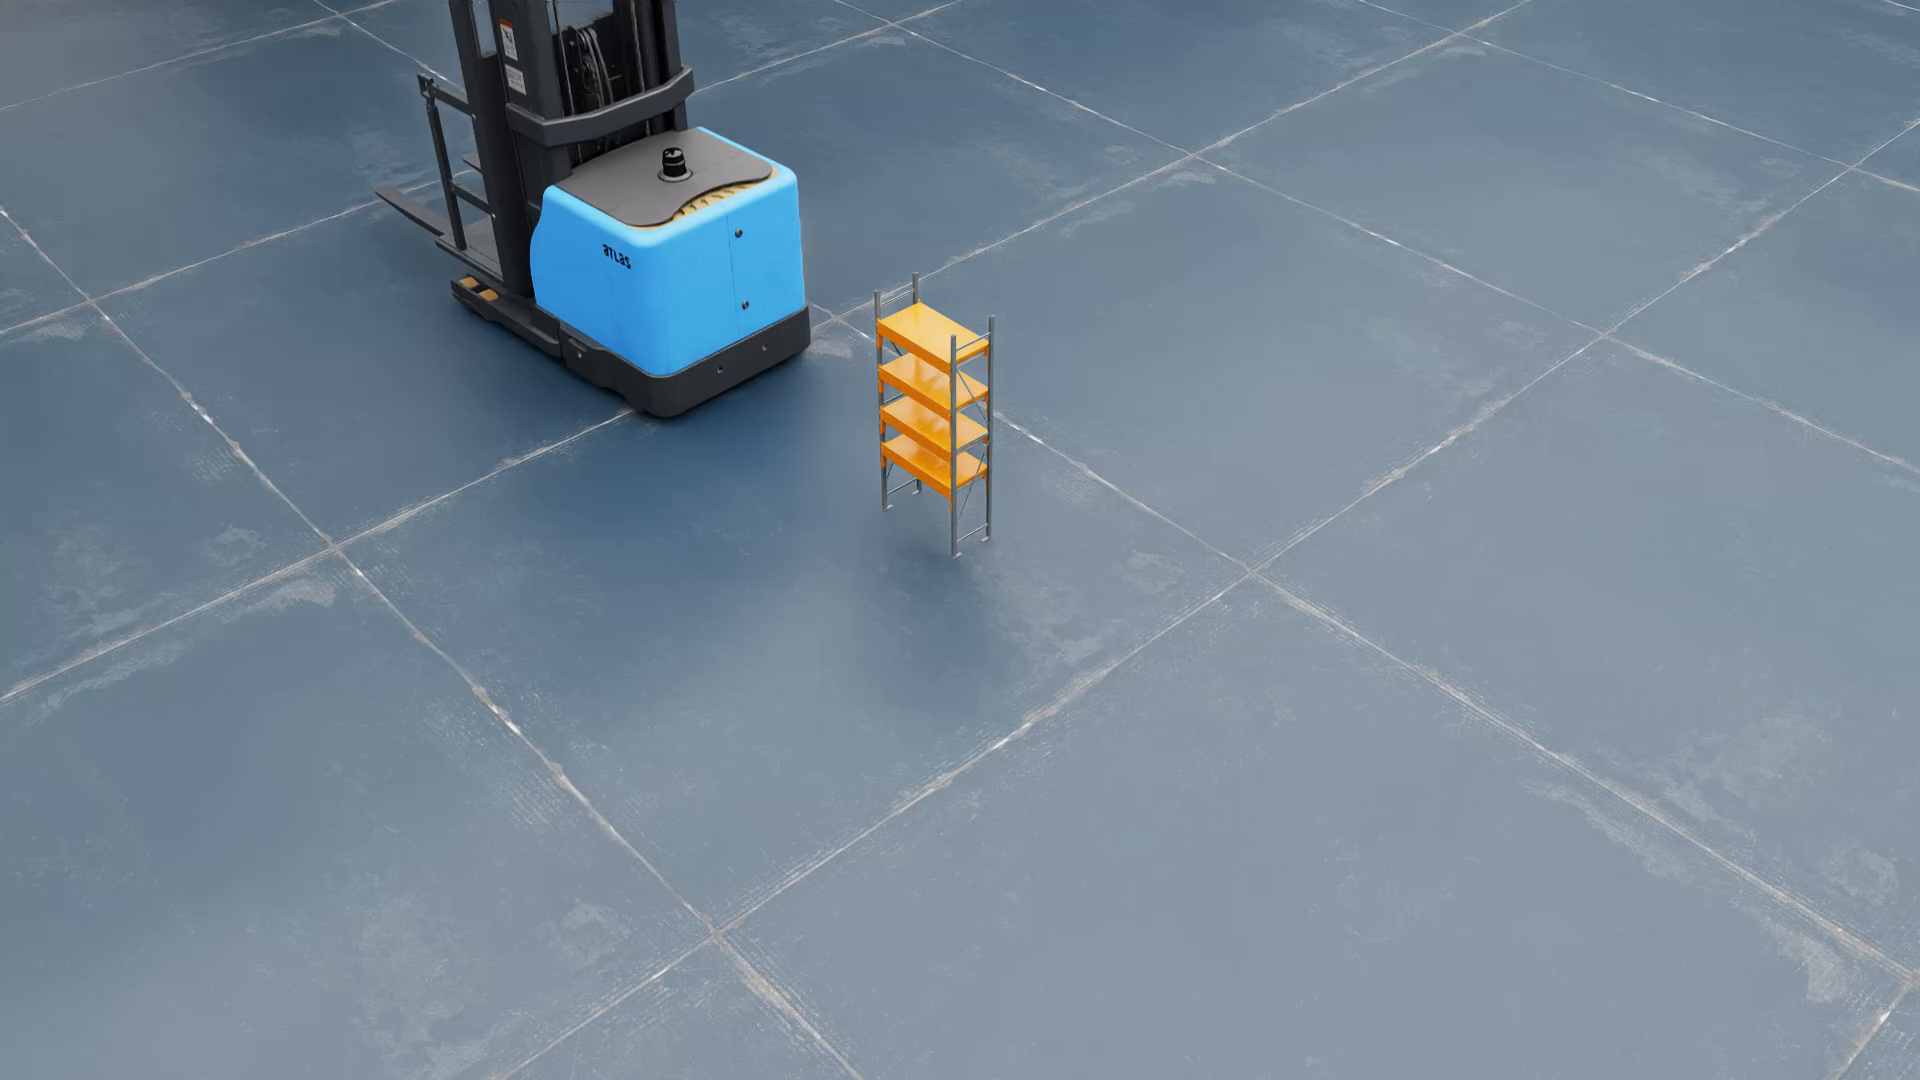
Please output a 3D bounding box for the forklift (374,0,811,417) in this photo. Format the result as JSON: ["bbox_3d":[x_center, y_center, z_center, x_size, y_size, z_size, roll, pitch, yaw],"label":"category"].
[{"bbox_3d":[-2.213,-2.575,8.606,3.031,2.935,1.130,31,48,33],"label":"forklift"}]

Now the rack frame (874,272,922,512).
[{"bbox_3d":[-0.277,-0.656,7.608,0.240,1.200,0.015,-30,48,-32],"label":"rack frame"}]

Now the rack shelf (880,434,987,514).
[{"bbox_3d":[-0.112,-0.337,7.635,0.258,0.148,0.480,-30,48,-32],"label":"rack shelf"}]

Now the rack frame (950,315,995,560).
[{"bbox_3d":[0.053,-0.430,7.328,0.240,1.200,0.015,-30,48,-32],"label":"rack frame"}]

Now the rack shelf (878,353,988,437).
[{"bbox_3d":[-0.112,-0.665,7.370,0.258,0.148,0.480,-30,48,-32],"label":"rack shelf"}]

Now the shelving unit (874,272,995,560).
[{"bbox_3d":[-0.112,-0.543,7.468,0.258,1.200,0.503,-30,48,-32],"label":"shelving unit"}]

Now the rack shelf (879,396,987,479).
[{"bbox_3d":[-0.112,-0.491,7.510,0.258,0.148,0.480,-30,48,-32],"label":"rack shelf"}]

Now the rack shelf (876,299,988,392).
[{"bbox_3d":[-0.112,-0.849,7.221,0.258,0.148,0.480,-30,48,-32],"label":"rack shelf"}]
